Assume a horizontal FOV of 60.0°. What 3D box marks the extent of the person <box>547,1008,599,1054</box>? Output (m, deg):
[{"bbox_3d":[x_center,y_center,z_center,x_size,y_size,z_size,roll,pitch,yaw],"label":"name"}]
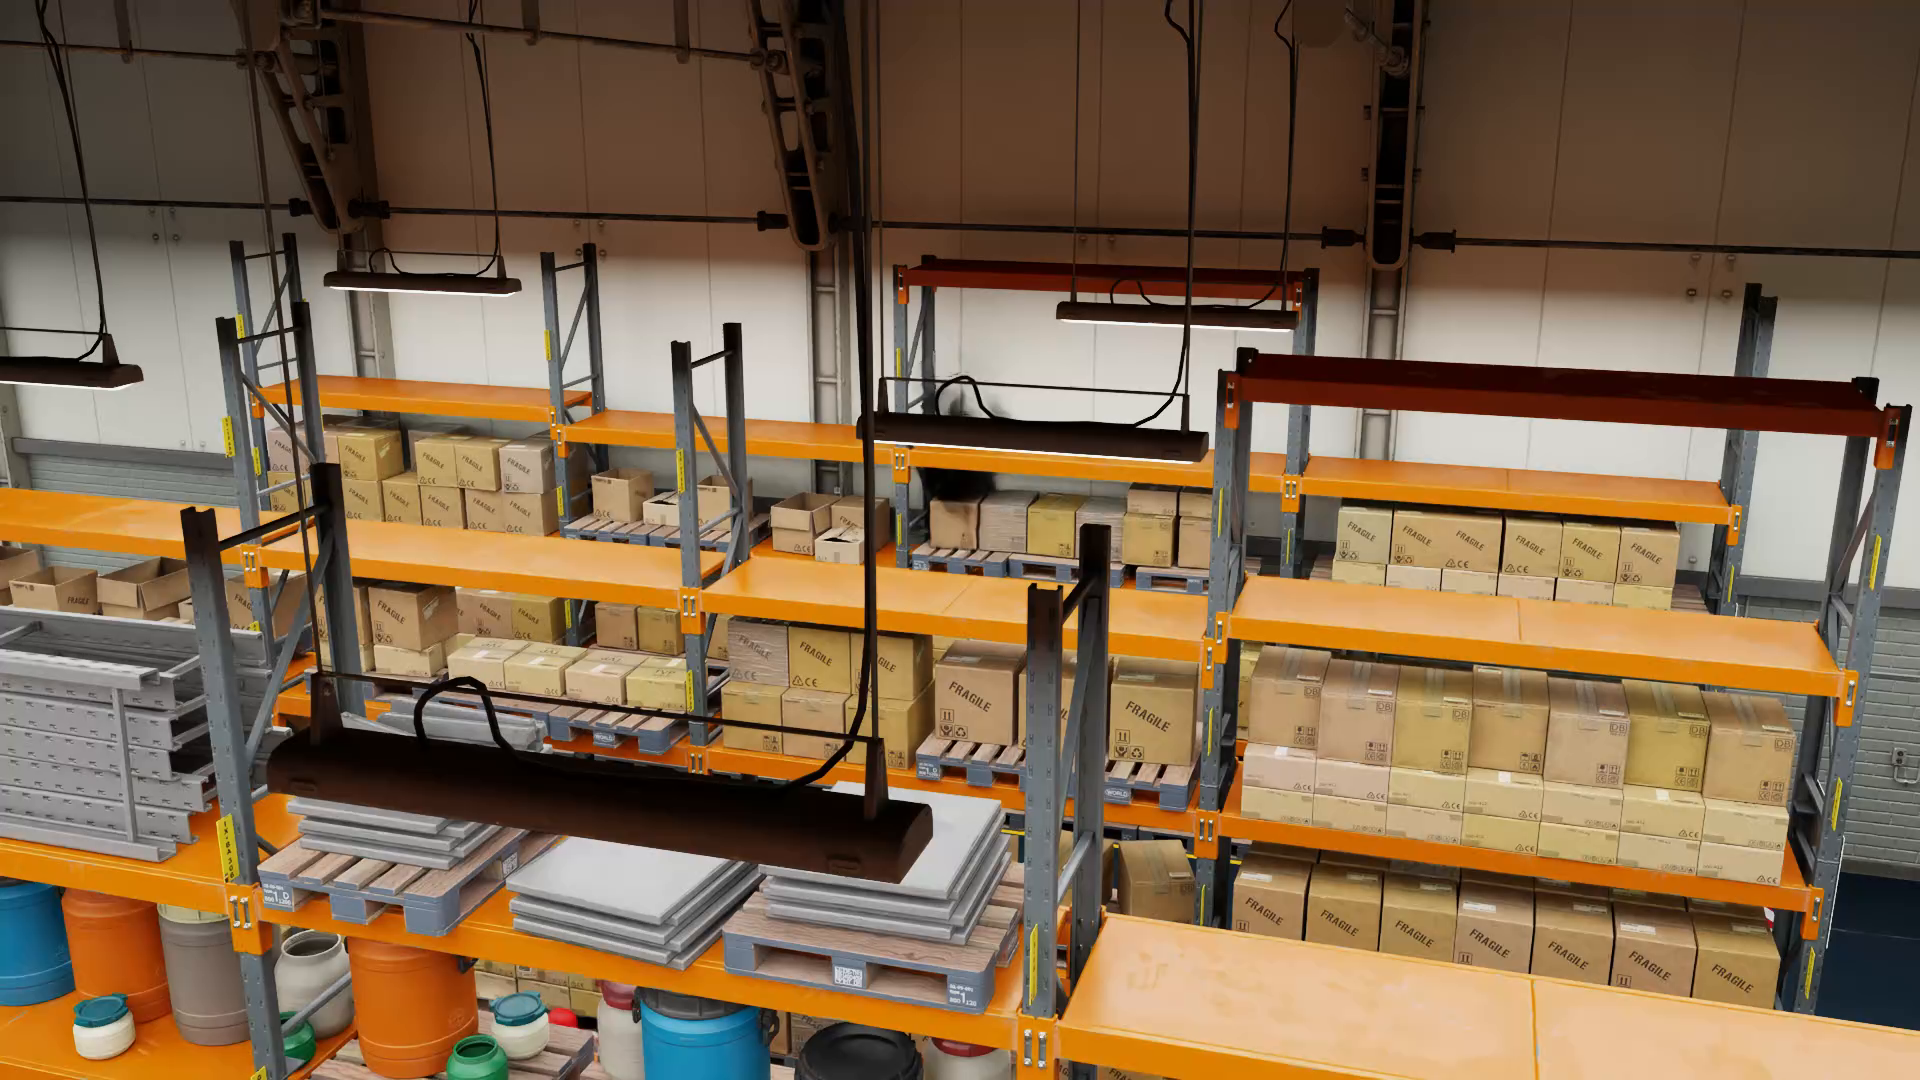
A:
[{"bbox_3d":[-2.600,4.046,11.490,0.967,1.804,0.597,1,16,3],"label":"person"}]
